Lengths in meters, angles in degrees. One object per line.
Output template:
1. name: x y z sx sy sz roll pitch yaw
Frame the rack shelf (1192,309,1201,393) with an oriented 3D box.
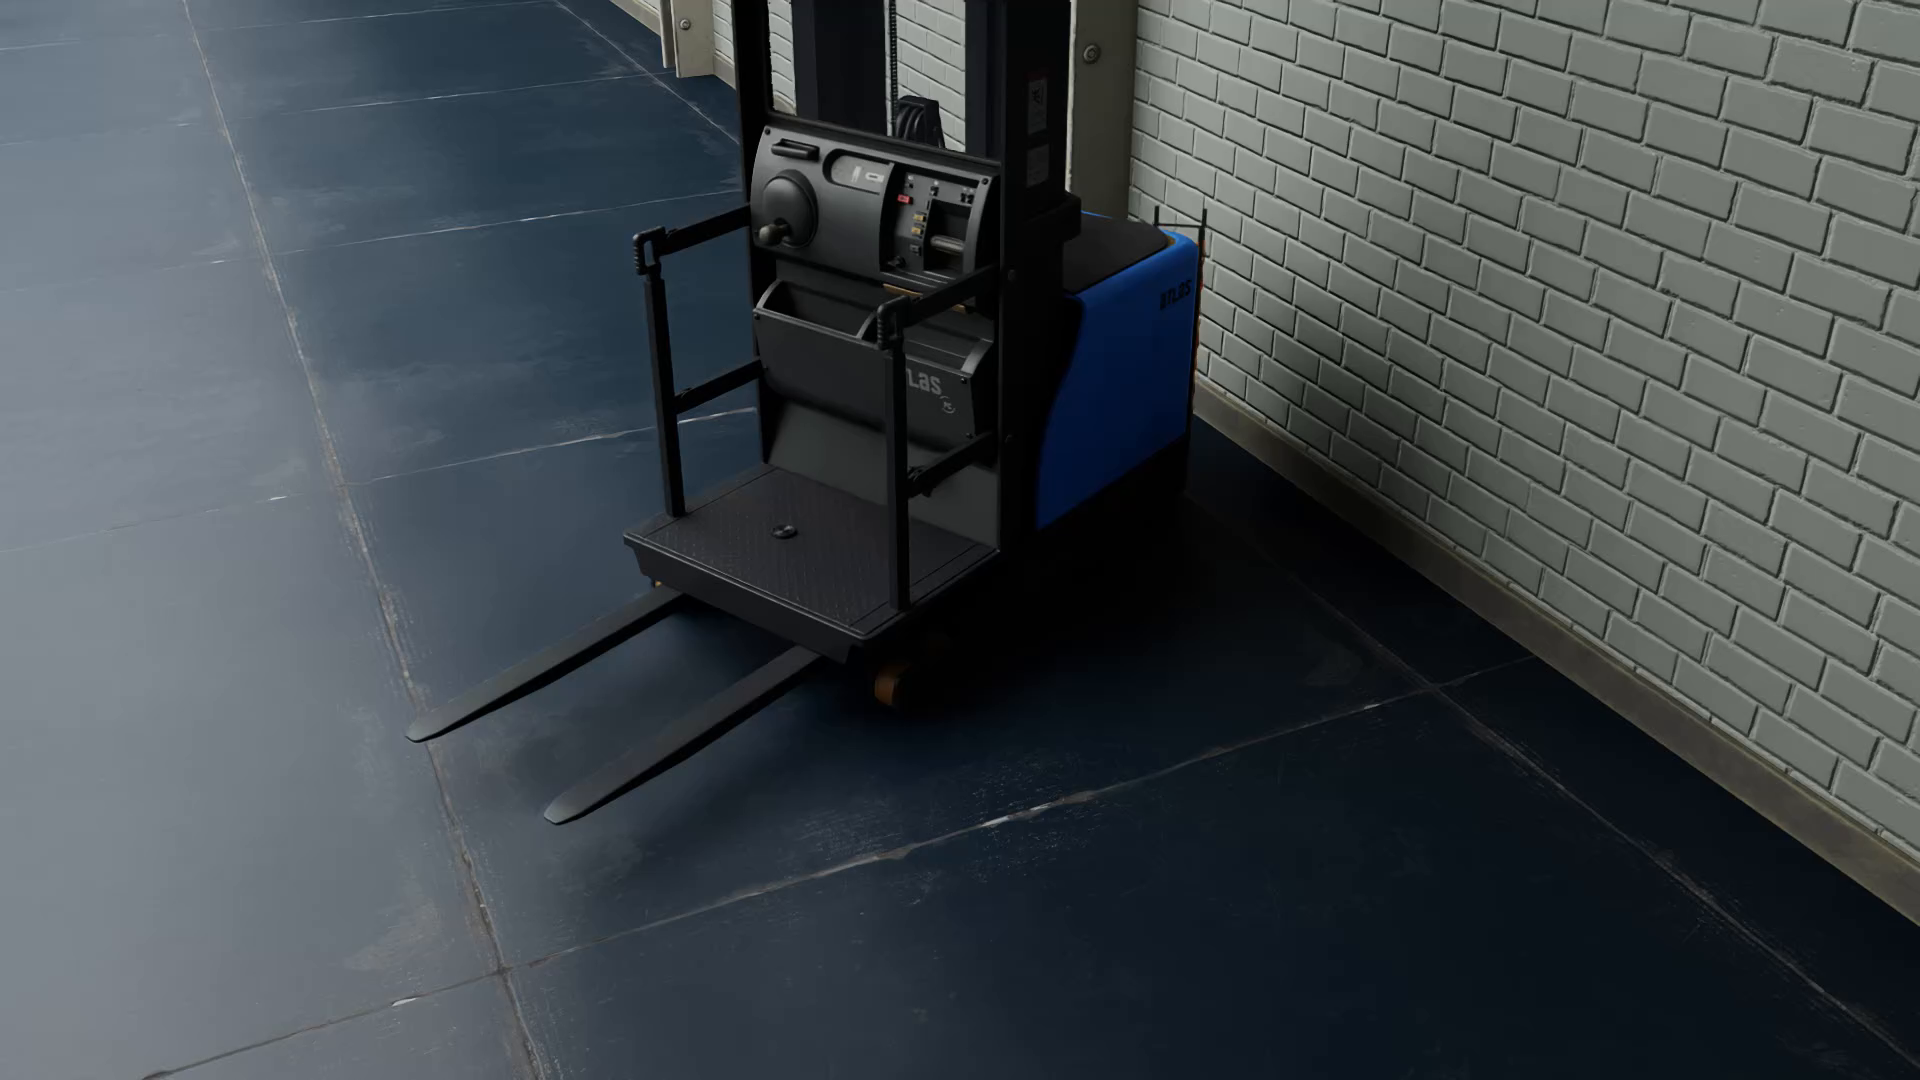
1. rack shelf: 0.827 -0.751 6.538 0.215 0.259 0.240 5 30 9

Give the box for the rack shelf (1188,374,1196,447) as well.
1. rack shelf: 0.827 -0.509 6.674 0.215 0.259 0.240 5 30 9

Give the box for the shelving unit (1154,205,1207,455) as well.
1. shelving unit: 0.827 -0.760 6.533 0.215 1.050 0.252 5 30 9

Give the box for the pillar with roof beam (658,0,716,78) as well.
1. pillar with roof beam: -5.930 -6.585 8.793 9.100 9.000 0.400 -13 32 -22

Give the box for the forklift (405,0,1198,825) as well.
1. forklift: -0.418 -1.010 5.055 1.130 2.935 3.031 21 35 32

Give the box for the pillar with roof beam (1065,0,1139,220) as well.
1. pillar with roof beam: -3.354 -3.935 4.067 9.100 9.000 0.400 -13 32 -22

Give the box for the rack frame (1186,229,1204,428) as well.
1. rack frame: 0.805 -0.702 6.428 0.200 1.050 0.008 5 30 9

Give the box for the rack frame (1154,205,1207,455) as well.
1. rack frame: 0.848 -0.819 6.637 0.200 1.050 0.008 5 30 9

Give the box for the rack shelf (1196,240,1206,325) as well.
1. rack shelf: 0.827 -0.999 6.399 0.215 0.259 0.240 5 30 9
